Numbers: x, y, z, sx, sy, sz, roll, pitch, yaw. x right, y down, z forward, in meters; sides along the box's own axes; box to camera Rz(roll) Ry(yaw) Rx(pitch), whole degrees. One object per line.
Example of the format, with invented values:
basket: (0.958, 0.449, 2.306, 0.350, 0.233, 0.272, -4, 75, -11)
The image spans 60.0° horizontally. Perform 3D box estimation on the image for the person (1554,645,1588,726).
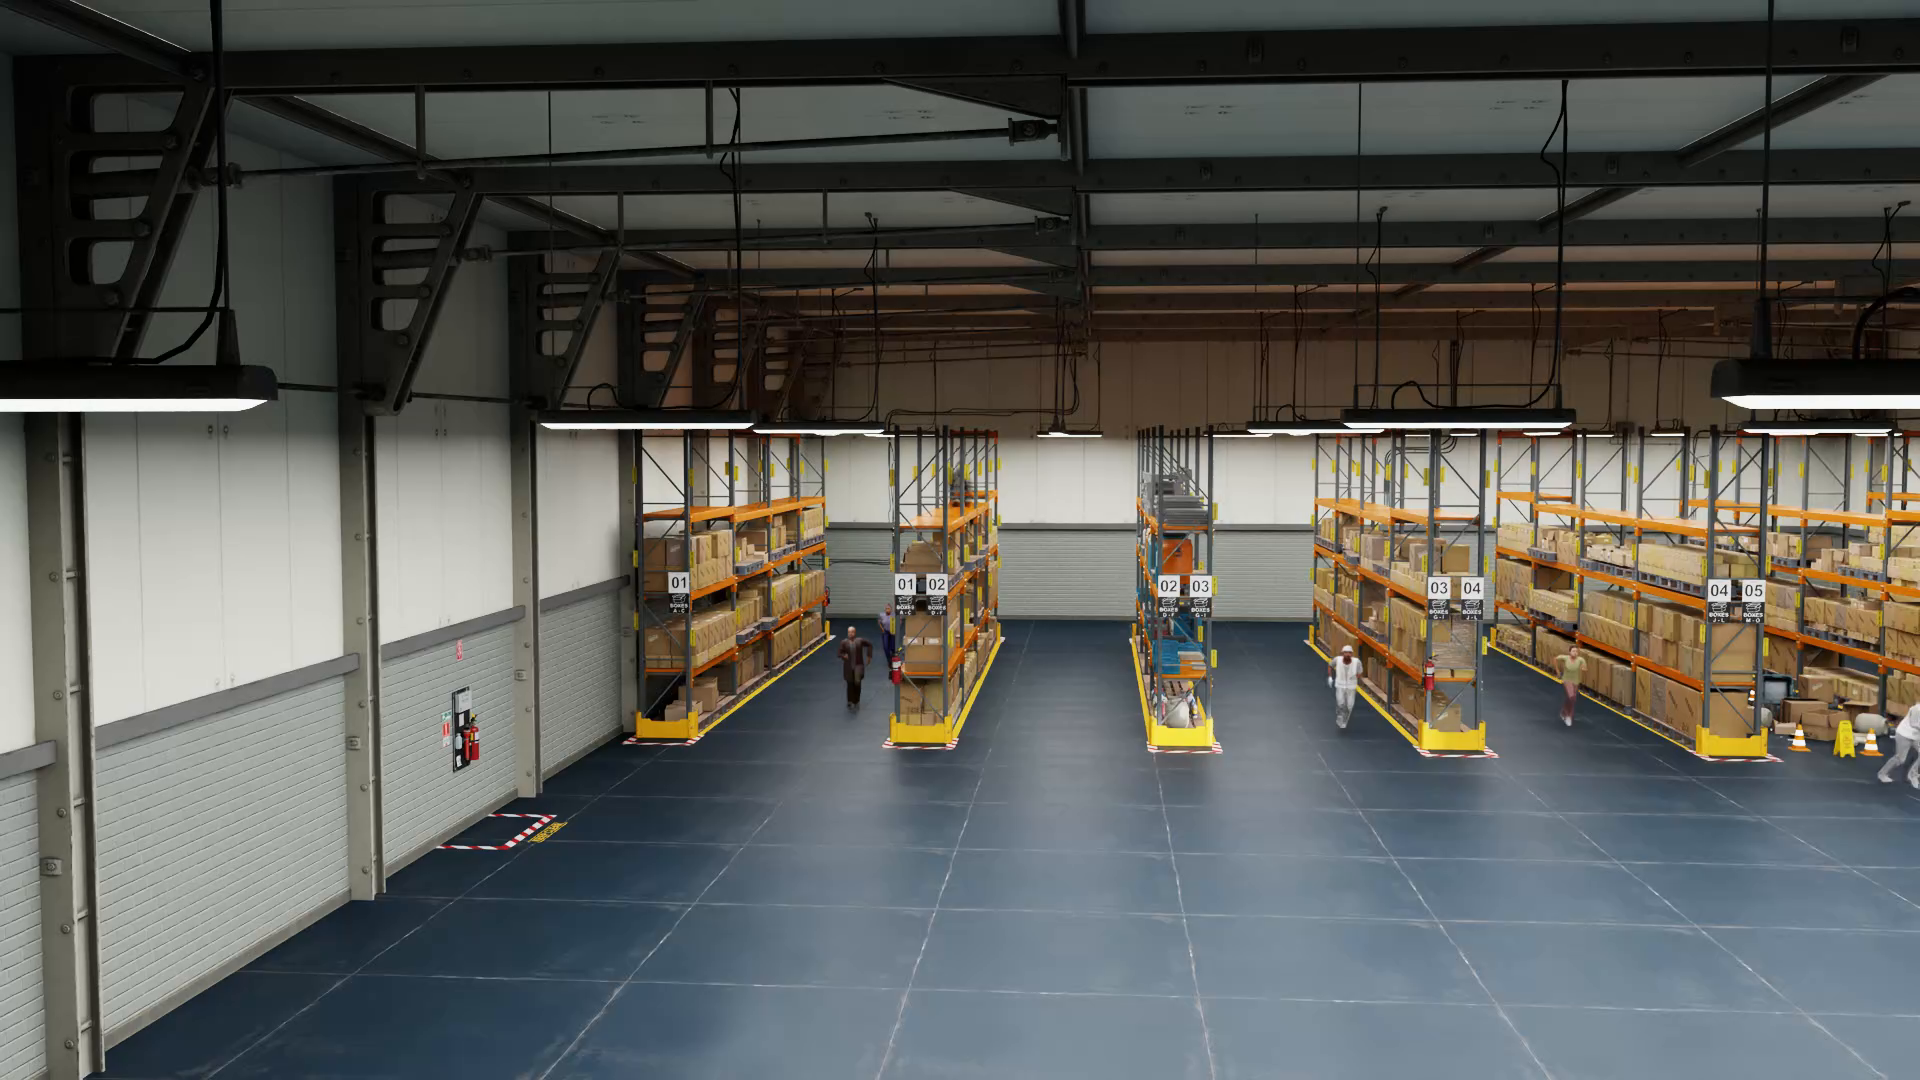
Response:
person: (12.258, 2.893, 33.407, 0.570, 1.627, 0.878, 0, 3, 0)

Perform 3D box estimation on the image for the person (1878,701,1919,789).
person: (15.667, 3.266, 27.373, 0.695, 1.686, 0.981, -3, 4, -37)

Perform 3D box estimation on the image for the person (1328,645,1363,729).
person: (7.546, 2.885, 32.520, 0.636, 1.680, 0.775, 0, 3, 4)

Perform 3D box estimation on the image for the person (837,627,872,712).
person: (-2.231, 2.724, 35.154, 0.726, 1.798, 0.948, 0, 3, 3)

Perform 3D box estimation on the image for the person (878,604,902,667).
person: (-1.779, 2.411, 42.176, 0.591, 1.601, 0.714, 1, 3, 9)
